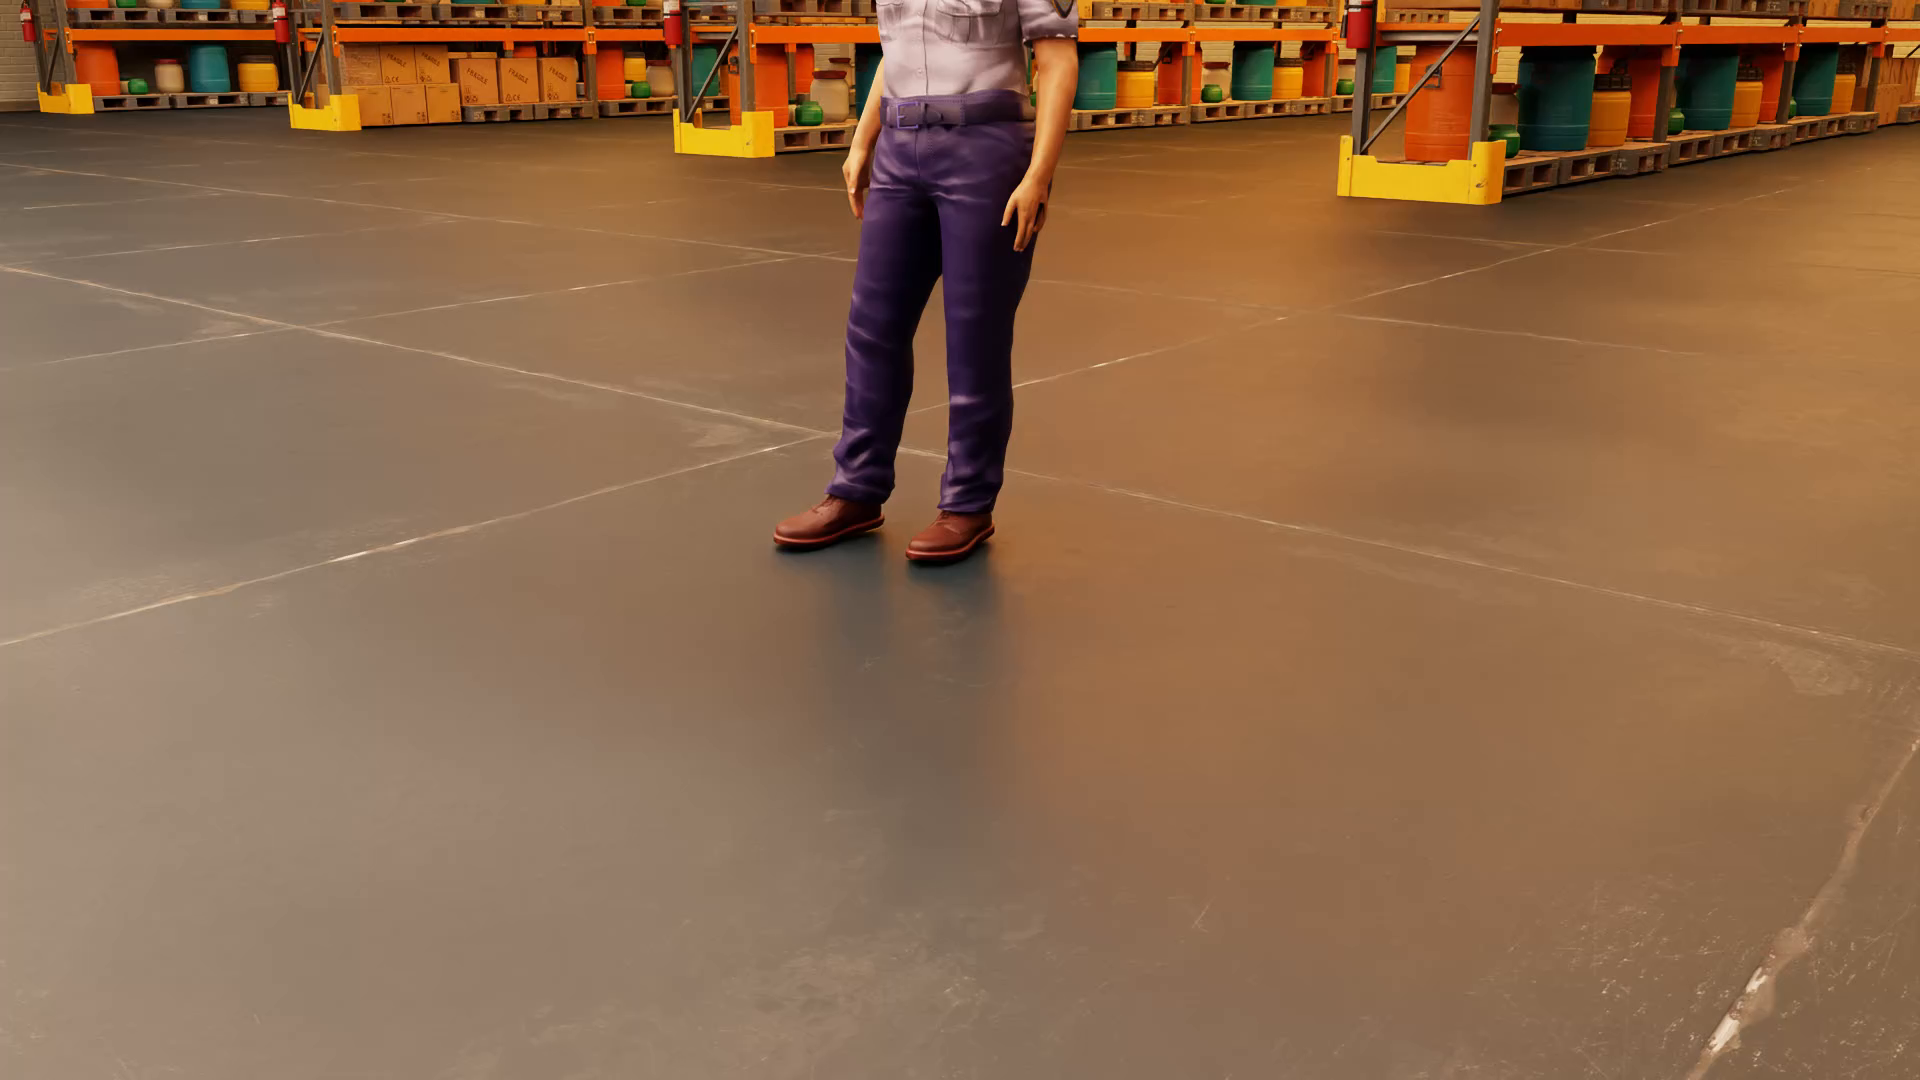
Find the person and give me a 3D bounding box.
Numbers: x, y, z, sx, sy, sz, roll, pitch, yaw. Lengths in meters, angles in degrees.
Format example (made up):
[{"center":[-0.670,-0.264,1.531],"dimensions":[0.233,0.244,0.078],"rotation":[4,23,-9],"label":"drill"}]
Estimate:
[{"center":[-0.075,-0.781,3.648],"dimensions":[0.598,1.651,0.503],"rotation":[13,21,37],"label":"person"}]
